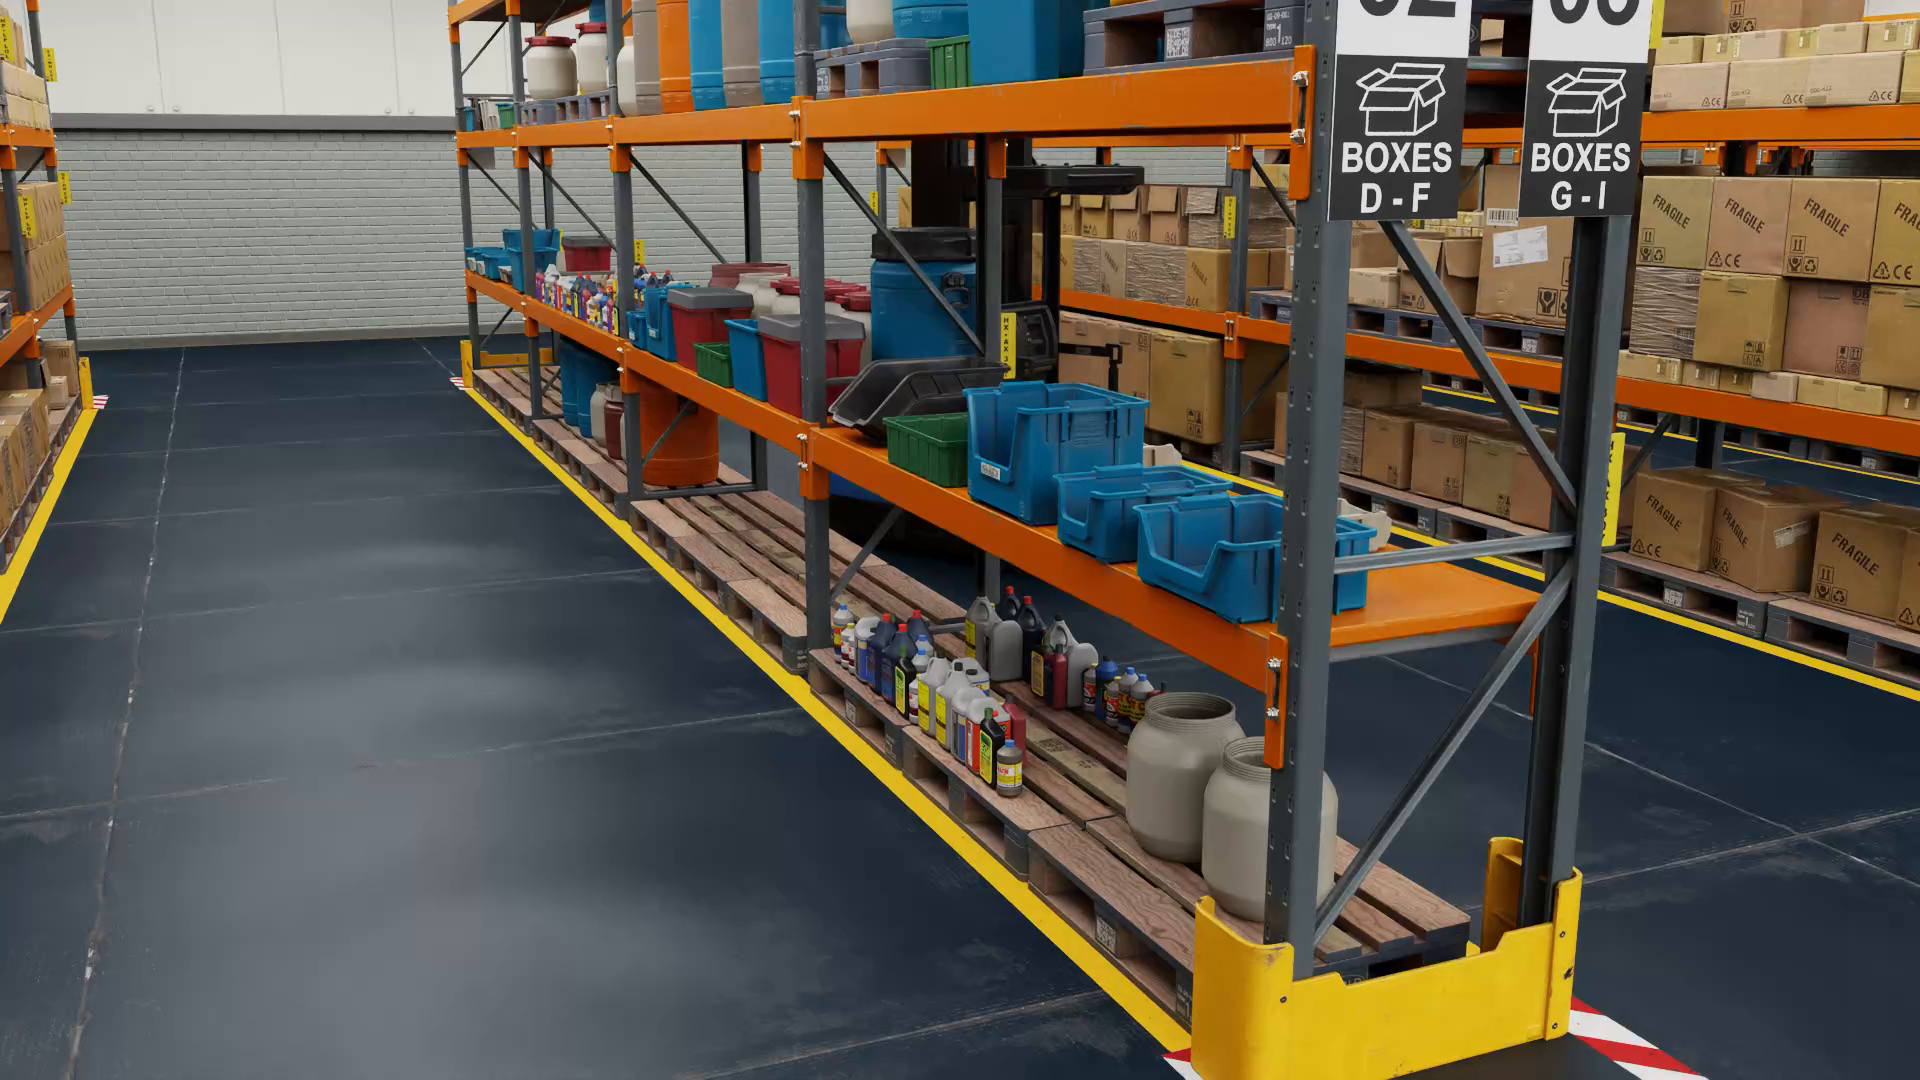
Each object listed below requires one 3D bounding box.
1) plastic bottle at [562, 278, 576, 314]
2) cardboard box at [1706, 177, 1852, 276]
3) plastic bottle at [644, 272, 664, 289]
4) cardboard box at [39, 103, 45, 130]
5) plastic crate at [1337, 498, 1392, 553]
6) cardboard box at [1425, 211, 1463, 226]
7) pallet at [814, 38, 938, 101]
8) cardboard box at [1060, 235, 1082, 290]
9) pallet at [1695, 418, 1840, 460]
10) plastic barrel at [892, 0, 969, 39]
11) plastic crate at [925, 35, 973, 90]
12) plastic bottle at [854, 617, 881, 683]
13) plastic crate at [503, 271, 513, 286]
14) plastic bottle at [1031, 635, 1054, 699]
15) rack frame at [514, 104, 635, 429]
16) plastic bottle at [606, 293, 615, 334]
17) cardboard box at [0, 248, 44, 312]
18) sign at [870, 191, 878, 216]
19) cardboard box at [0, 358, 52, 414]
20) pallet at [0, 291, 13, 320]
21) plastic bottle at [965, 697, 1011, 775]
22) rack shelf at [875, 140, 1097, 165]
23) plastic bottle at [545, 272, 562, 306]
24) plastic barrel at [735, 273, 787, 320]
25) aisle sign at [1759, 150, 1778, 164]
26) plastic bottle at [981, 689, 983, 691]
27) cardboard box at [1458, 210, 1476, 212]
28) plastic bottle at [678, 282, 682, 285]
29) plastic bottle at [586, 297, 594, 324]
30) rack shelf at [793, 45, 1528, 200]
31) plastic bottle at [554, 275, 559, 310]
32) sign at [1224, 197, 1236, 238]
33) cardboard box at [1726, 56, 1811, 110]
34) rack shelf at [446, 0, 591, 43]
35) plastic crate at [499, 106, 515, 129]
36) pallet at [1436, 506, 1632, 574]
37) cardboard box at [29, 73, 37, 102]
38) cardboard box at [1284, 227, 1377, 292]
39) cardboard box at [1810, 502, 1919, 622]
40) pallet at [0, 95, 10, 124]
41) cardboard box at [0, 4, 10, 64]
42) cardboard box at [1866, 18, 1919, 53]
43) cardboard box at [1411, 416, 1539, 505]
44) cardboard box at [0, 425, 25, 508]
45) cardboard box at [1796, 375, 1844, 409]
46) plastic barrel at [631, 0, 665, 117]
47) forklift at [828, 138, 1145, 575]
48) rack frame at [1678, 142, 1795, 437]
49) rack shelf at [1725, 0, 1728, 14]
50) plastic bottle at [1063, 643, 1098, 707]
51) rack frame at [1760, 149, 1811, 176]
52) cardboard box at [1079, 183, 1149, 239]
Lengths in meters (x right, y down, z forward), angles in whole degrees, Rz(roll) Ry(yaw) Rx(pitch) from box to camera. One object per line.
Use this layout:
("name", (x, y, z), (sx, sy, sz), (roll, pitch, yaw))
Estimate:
("plastic bottle", (-3.183, -2.006, 13.661), (0.152, 0.276, 0.135), (-6, 14, -23))
("cardboard box", (4.409, -1.692, 8.930), (0.500, 0.500, 0.500), (-6, 14, -23))
("plastic bottle", (-2.459, -1.982, 13.392), (0.144, 0.351, 0.185), (-6, 14, -23))
("cardboard box", (-8.987, -4.017, 15.756), (0.500, 0.250, 0.500), (-6, 14, -23))
("plastic crate", (1.261, -0.042, 5.485), (0.298, 0.136, 0.250), (-6, 14, -23))
("cardboard box", (5.377, -3.560, 18.404), (0.380, 0.149, 0.250), (-5, 14, -20))
("pallet", (0.100, -2.012, 7.178), (1.213, 0.211, 1.003), (-6, 14, -23))
("cardboard box", (1.213, -2.711, 16.207), (0.500, 0.500, 0.500), (-6, 14, -23))
("pallet", (7.490, -0.956, 15.031), (1.003, 0.211, 1.213), (-6, 14, -23))
("plastic barrel", (0.023, -2.478, 6.729), (0.600, 0.901, 0.708), (-6, 14, -23))
("plastic crate", (0.104, -1.791, 6.272), (0.336, 0.188, 0.450), (-6, 14, -23))
("plastic bottle", (-0.398, 0.499, 7.625), (0.152, 0.276, 0.135), (-5, 14, -21))
("plastic crate", (-4.177, -2.538, 16.161), (0.437, 0.125, 0.590), (-6, 14, -23))
("plastic bottle", (0.367, 0.554, 7.373), (0.061, 0.283, 0.133), (-6, 14, -23))
("rack frame", (-3.483, -2.436, 15.242), (1.000, 3.000, 0.127), (-6, 14, -23))
("plastic bottle", (-2.526, -1.645, 12.085), (0.061, 0.283, 0.133), (-6, 14, -23))
("cardboard box", (-7.977, -2.168, 13.863), (0.500, 0.500, 0.500), (-5, 14, -21))
("sign", (-1.058, -4.121, 20.428), (0.100, 0.325, 0.005), (-6, 14, -23))
("cardboard box", (-8.780, -1.375, 15.220), (0.797, 0.503, 0.637), (-6, 14, -23))
("pallet", (-7.803, -1.721, 12.578), (1.003, 0.211, 1.213), (-6, 14, -23))
("plastic bottle", (0.111, 0.762, 6.492), (0.152, 0.276, 0.135), (-6, 14, -23))
("rack shelf", (0.254, -4.407, 18.704), (1.077, 0.370, 4.000), (-6, 14, -23))
("plastic bottle", (-3.500, -2.170, 14.368), (0.152, 0.276, 0.135), (-6, 14, -23))
("plastic barrel", (-1.273, -1.471, 10.824), (0.421, 0.512, 0.421), (0, 13, 0))
("aisle sign", (12.784, -6.308, 26.207), (0.394, 0.787, 0.004), (-6, 14, -23))
("plastic bottle", (0.079, 0.715, 6.857), (0.097, 0.201, 0.097), (0, 13, 0))
("cardboard box", (5.673, -3.629, 19.516), (0.500, 0.500, 0.500), (-6, 14, -24))
("plastic bottle", (-2.242, -1.930, 13.344), (0.097, 0.271, 0.097), (0, 13, 0))
("plastic bottle", (-2.828, -1.772, 12.813), (0.097, 0.201, 0.097), (0, 13, 0))
("rack shelf", (0.523, -1.481, 6.059), (1.077, 0.370, 4.000), (-6, 14, -23))
("plastic bottle", (-3.371, -2.081, 13.969), (0.061, 0.283, 0.133), (-6, 14, -23))
("sign", (2.151, -2.570, 13.255), (0.100, 0.325, 0.005), (-6, 14, -23))
("cardboard box", (4.422, -2.394, 8.741), (0.500, 0.250, 0.500), (-6, 14, -23))
("rack shelf", (-4.284, -5.227, 16.477), (1.077, 0.370, 4.000), (-6, 14, -23))
("plastic crate", (-3.929, -3.854, 15.188), (0.450, 0.188, 0.662), (-6, 14, -23))
("pallet", (3.947, -0.033, 11.043), (1.003, 0.211, 1.213), (-6, 14, -23))
("cardboard box", (-8.788, -4.158, 15.252), (0.500, 0.250, 0.500), (-6, 14, -23))
("cardboard box", (2.911, -2.202, 13.080), (0.500, 0.500, 0.500), (-8, 15, -30))
("cardboard box", (4.941, 0.108, 8.864), (0.500, 0.500, 0.500), (-7, 15, -28))
("pallet", (-7.826, -3.218, 12.386), (1.213, 0.211, 1.003), (-6, 14, -23))
("cardboard box", (-8.323, -4.200, 13.771), (0.700, 0.500, 0.500), (-6, 14, -23))
("cardboard box", (4.665, -2.452, 8.108), (0.380, 0.149, 0.250), (-6, 14, -24))
("cardboard box", (3.636, -0.572, 11.755), (0.700, 0.500, 0.500), (-7, 15, -28))
("cardboard box", (-6.752, -0.491, 11.407), (0.500, 0.500, 0.500), (-6, 14, -24))
("cardboard box", (4.594, -0.780, 8.647), (0.380, 0.149, 0.250), (-6, 14, -23))
("plastic barrel", (-1.750, -3.126, 10.459), (0.600, 0.901, 0.600), (0, 13, 0))
("forklift", (0.496, -1.340, 10.660), (3.031, 2.935, 1.130), (10, 16, 37))
("rack frame", (7.243, -2.484, 15.450), (1.000, 3.000, 0.127), (-6, 14, -23))
("rack shelf", (8.044, -4.448, 13.115), (1.077, 0.370, 4.000), (-6, 14, -23))
("plastic bottle", (0.512, 0.577, 7.290), (0.152, 0.276, 0.135), (-5, 14, -22))
("rack frame", (13.080, -5.054, 26.554), (1.000, 3.000, 0.127), (-6, 14, -23))
("cardboard box", (1.583, -3.147, 15.867), (0.797, 0.503, 0.637), (-5, 14, -22))
